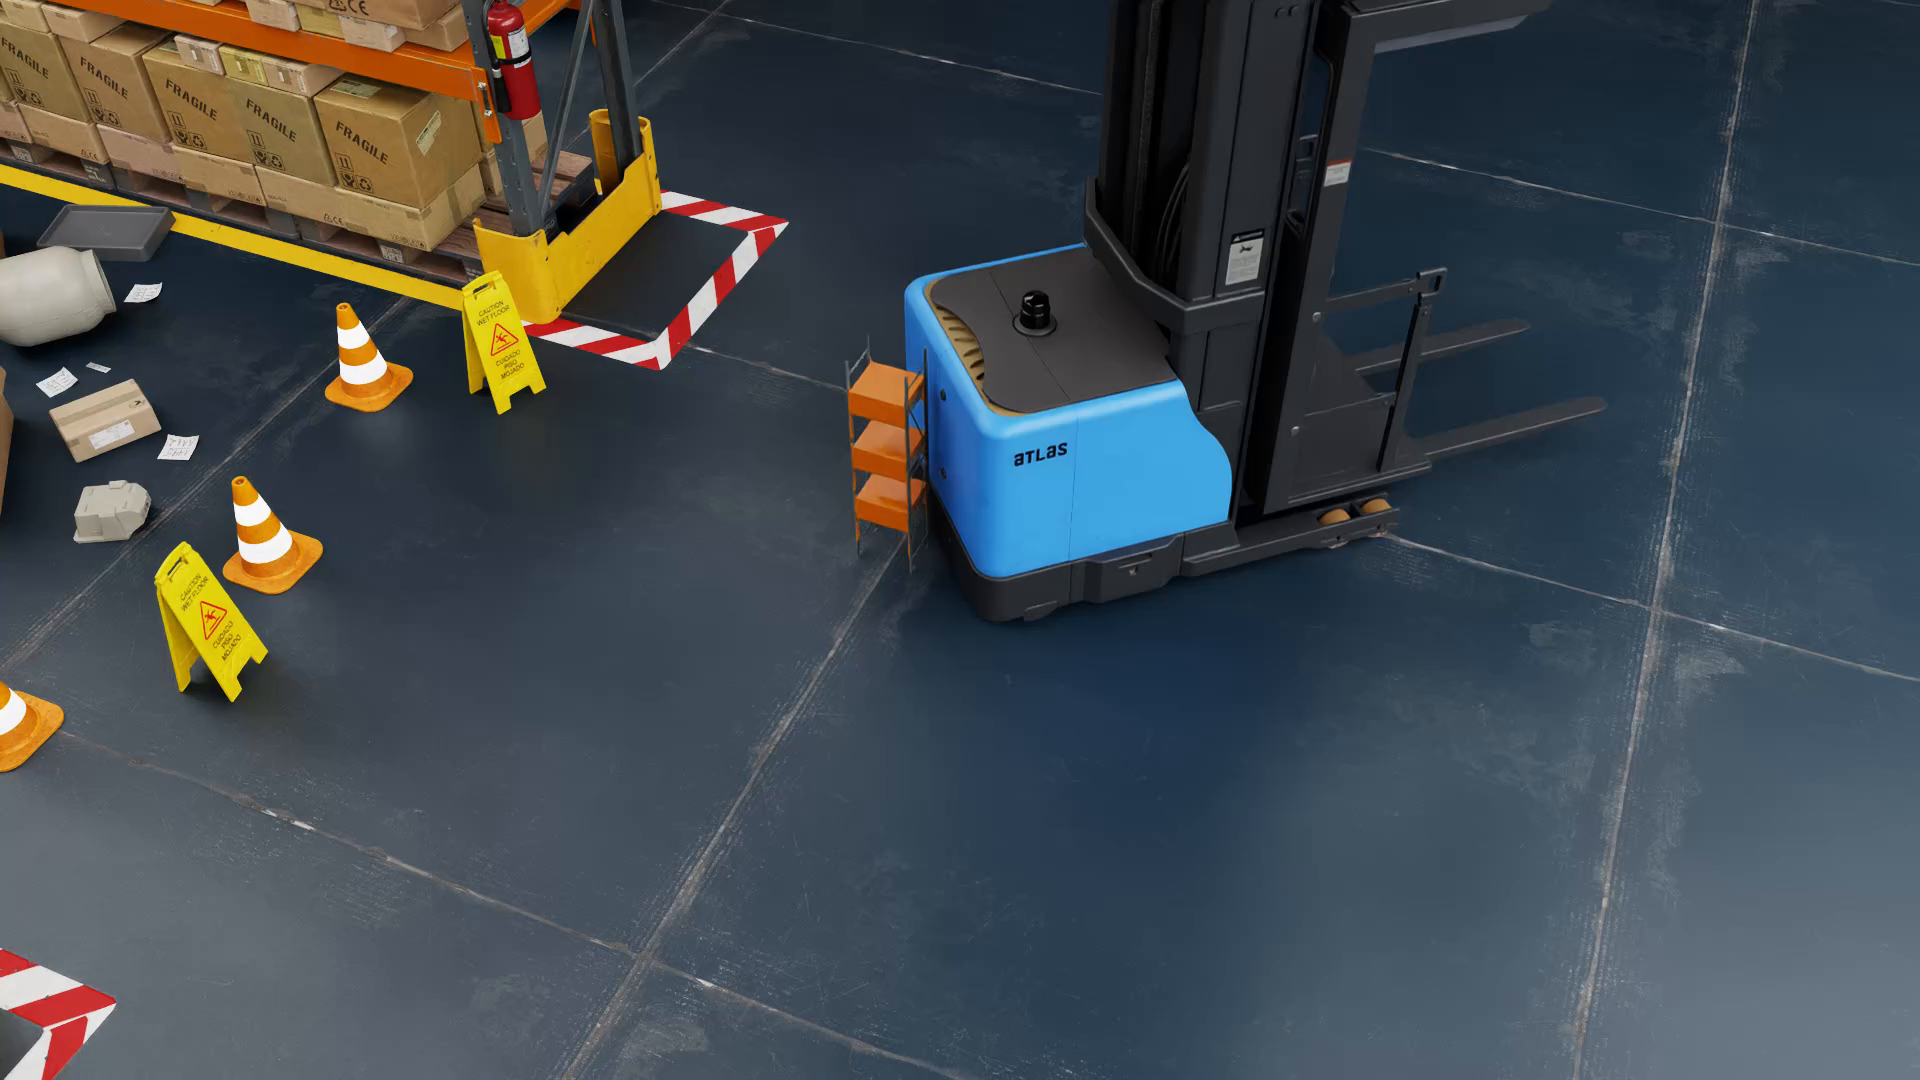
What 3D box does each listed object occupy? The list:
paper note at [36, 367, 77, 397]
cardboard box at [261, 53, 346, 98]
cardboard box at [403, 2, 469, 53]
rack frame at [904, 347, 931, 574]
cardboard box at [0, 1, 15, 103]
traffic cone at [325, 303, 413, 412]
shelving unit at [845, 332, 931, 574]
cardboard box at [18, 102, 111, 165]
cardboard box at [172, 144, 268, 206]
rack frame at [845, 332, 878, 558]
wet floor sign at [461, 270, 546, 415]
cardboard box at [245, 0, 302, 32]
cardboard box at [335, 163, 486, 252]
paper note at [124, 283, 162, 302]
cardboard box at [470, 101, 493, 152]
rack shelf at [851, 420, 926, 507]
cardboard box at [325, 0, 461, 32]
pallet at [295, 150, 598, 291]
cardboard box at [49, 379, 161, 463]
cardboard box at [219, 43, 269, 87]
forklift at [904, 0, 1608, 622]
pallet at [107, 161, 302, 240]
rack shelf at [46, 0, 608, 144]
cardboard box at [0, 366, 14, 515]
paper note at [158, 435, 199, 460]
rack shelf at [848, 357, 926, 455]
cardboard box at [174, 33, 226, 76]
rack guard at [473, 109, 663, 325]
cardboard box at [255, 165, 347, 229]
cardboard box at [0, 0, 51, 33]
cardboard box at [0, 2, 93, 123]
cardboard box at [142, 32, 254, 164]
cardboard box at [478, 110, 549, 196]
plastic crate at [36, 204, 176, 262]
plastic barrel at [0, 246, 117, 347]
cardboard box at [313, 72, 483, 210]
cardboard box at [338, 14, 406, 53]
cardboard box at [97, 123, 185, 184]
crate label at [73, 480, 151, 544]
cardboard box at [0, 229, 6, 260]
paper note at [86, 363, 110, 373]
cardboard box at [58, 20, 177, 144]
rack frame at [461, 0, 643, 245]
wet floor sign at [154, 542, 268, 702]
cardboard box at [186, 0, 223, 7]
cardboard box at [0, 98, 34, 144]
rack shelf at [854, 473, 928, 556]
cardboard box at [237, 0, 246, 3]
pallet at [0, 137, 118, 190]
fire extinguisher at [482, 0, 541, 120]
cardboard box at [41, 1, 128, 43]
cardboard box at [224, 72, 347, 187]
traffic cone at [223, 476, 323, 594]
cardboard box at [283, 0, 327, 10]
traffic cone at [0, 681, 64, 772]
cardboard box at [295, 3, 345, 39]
[{"bbox_3d":[-4.246,-0.744,7.823,0.142,0.019,0.148,33,54,29],"label":"paper note"},{"bbox_3d":[-3.086,-2.285,7.919,0.250,0.149,0.380,18,48,17],"label":"cardboard box"},{"bbox_3d":[-2.309,-2.385,7.537,0.250,0.149,0.380,18,48,17],"label":"cardboard box"},{"bbox_3d":[-0.168,-0.296,6.642,0.008,1.050,0.200,16,47,16],"label":"rack frame"},{"bbox_3d":[-5.133,-2.702,8.798,0.500,0.500,0.500,19,48,18],"label":"cardboard box"},{"bbox_3d":[-2.775,-0.889,7.655,0.334,0.463,0.336,16,47,16],"label":"traffic cone"},{"bbox_3d":[-0.280,-0.329,6.676,0.252,1.050,0.215,16,47,16],"label":"shelving unit"},{"bbox_3d":[-4.636,-2.298,8.924,0.500,0.250,0.500,19,48,18],"label":"cardboard box"},{"bbox_3d":[-3.691,-2.014,8.639,0.500,0.250,0.500,15,47,14],"label":"cardboard box"},{"bbox_3d":[-0.393,-0.363,6.709,0.008,1.050,0.200,16,47,16],"label":"rack frame"},{"bbox_3d":[-2.118,-0.929,7.565,0.232,0.644,0.267,33,54,29],"label":"wet floor sign"},{"bbox_3d":[-3.063,-2.515,7.668,0.250,0.149,0.380,17,47,17],"label":"cardboard box"},{"bbox_3d":[-2.753,-1.737,8.359,0.500,0.250,0.500,16,47,16],"label":"cardboard box"},{"bbox_3d":[-4.082,-1.239,8.313,0.148,0.019,0.142,2,45,2],"label":"paper note"},{"bbox_3d":[-2.542,-2.357,8.451,0.500,0.500,0.500,15,47,15],"label":"cardboard box"},{"bbox_3d":[-0.280,-0.322,6.683,0.240,0.259,0.215,16,47,16],"label":"rack shelf"},{"bbox_3d":[-2.488,-2.621,7.314,0.500,0.500,0.500,16,47,15],"label":"cardboard box"},{"bbox_3d":[-2.688,-1.787,8.736,1.213,0.211,1.003,16,47,16],"label":"pallet"},{"bbox_3d":[-3.868,-0.542,7.528,0.380,0.149,0.250,-28,51,-25],"label":"cardboard box"},{"bbox_3d":[-3.317,-2.356,7.990,0.250,0.149,0.380,17,47,16],"label":"cardboard box"},{"bbox_3d":[1.338,-1.343,6.361,3.031,2.935,1.130,-14,47,-14],"label":"forklift"},{"bbox_3d":[-3.810,-2.120,9.070,1.213,0.211,1.003,16,47,16],"label":"pallet"},{"bbox_3d":[-3.727,-2.800,8.286,4.000,0.370,1.077,16,47,16],"label":"rack shelf"},{"bbox_3d":[-4.477,-0.456,7.190,0.637,0.503,0.797,-12,46,-12],"label":"cardboard box"},{"bbox_3d":[-3.520,-0.420,7.489,0.142,0.019,0.148,2,45,2],"label":"paper note"},{"bbox_3d":[-0.280,-0.523,6.483,0.240,0.259,0.215,16,47,16],"label":"rack shelf"},{"bbox_3d":[-3.559,-2.428,8.063,0.250,0.149,0.380,18,48,18],"label":"cardboard box"},{"bbox_3d":[-1.952,-1.646,8.389,0.348,0.500,1.175,16,47,16],"label":"rack guard"},{"bbox_3d":[-3.206,-1.876,8.499,0.500,0.250,0.500,17,47,16],"label":"cardboard box"},{"bbox_3d":[-4.565,-2.720,8.357,0.250,0.149,0.380,18,48,17],"label":"cardboard box"},{"bbox_3d":[-4.634,-2.564,8.659,0.500,0.500,0.500,18,48,17],"label":"cardboard box"},{"bbox_3d":[-3.667,-2.281,8.374,0.500,0.500,0.500,15,47,15],"label":"cardboard box"},{"bbox_3d":[-2.519,-2.085,8.709,0.500,0.250,0.500,16,47,16],"label":"cardboard box"},{"bbox_3d":[-4.440,-1.603,8.643,0.583,0.080,0.402,2,45,2],"label":"plastic crate"},{"bbox_3d":[-4.371,-1.174,7.968,0.512,0.421,0.421,-20,48,-19],"label":"plastic barrel"},{"bbox_3d":[-2.721,-1.999,8.092,0.500,0.500,0.500,17,47,16],"label":"cardboard box"},{"bbox_3d":[-2.585,-2.381,7.534,0.250,0.149,0.380,16,47,15],"label":"cardboard box"},{"bbox_3d":[-4.145,-2.156,8.781,0.500,0.250,0.500,16,47,15],"label":"cardboard box"},{"bbox_3d":[-3.638,-0.132,7.125,0.298,0.136,0.250,-5,45,-5],"label":"crate label"},{"bbox_3d":[-5.108,-1.536,8.276,0.500,0.500,0.500,-20,48,-19],"label":"cardboard box"},{"bbox_3d":[-4.097,-0.820,7.906,0.123,0.001,0.032,16,47,16],"label":"paper note"},{"bbox_3d":[-4.156,-2.422,8.517,0.500,0.500,0.500,19,48,18],"label":"cardboard box"},{"bbox_3d":[-1.881,-2.512,7.487,0.127,3.000,1.000,16,47,16],"label":"rack frame"},{"bbox_3d":[-2.905,0.292,6.338,0.232,0.644,0.267,9,46,9],"label":"wet floor sign"},{"bbox_3d":[-3.516,-2.687,7.841,0.250,0.149,0.380,16,47,15],"label":"cardboard box"},{"bbox_3d":[-5.133,-2.436,9.062,0.500,0.250,0.500,14,47,14],"label":"cardboard box"},{"bbox_3d":[-0.280,-0.125,6.879,0.240,0.259,0.215,16,47,16],"label":"rack shelf"},{"bbox_3d":[-3.245,-2.676,7.830,0.250,0.149,0.380,17,47,16],"label":"cardboard box"},{"bbox_3d":[-4.940,-2.450,9.402,1.213,0.211,1.003,16,47,16],"label":"pallet"},{"bbox_3d":[-1.953,-2.153,7.181,0.183,0.674,0.296,16,47,16],"label":"fire extinguisher"},{"bbox_3d":[-4.316,-2.649,8.285,0.250,0.149,0.380,19,48,18],"label":"cardboard box"},{"bbox_3d":[-3.204,-2.139,8.232,0.500,0.500,0.500,18,48,17],"label":"cardboard box"},{"bbox_3d":[-2.889,-0.074,6.836,0.334,0.463,0.336,16,47,16],"label":"traffic cone"},{"bbox_3d":[-2.949,-2.760,7.454,0.500,0.500,0.500,17,47,16],"label":"cardboard box"},{"bbox_3d":[-3.637,0.569,6.189,0.334,0.463,0.336,16,47,16],"label":"traffic cone"},{"bbox_3d":[-2.814,-2.465,7.618,0.250,0.149,0.380,16,47,15],"label":"cardboard box"}]
